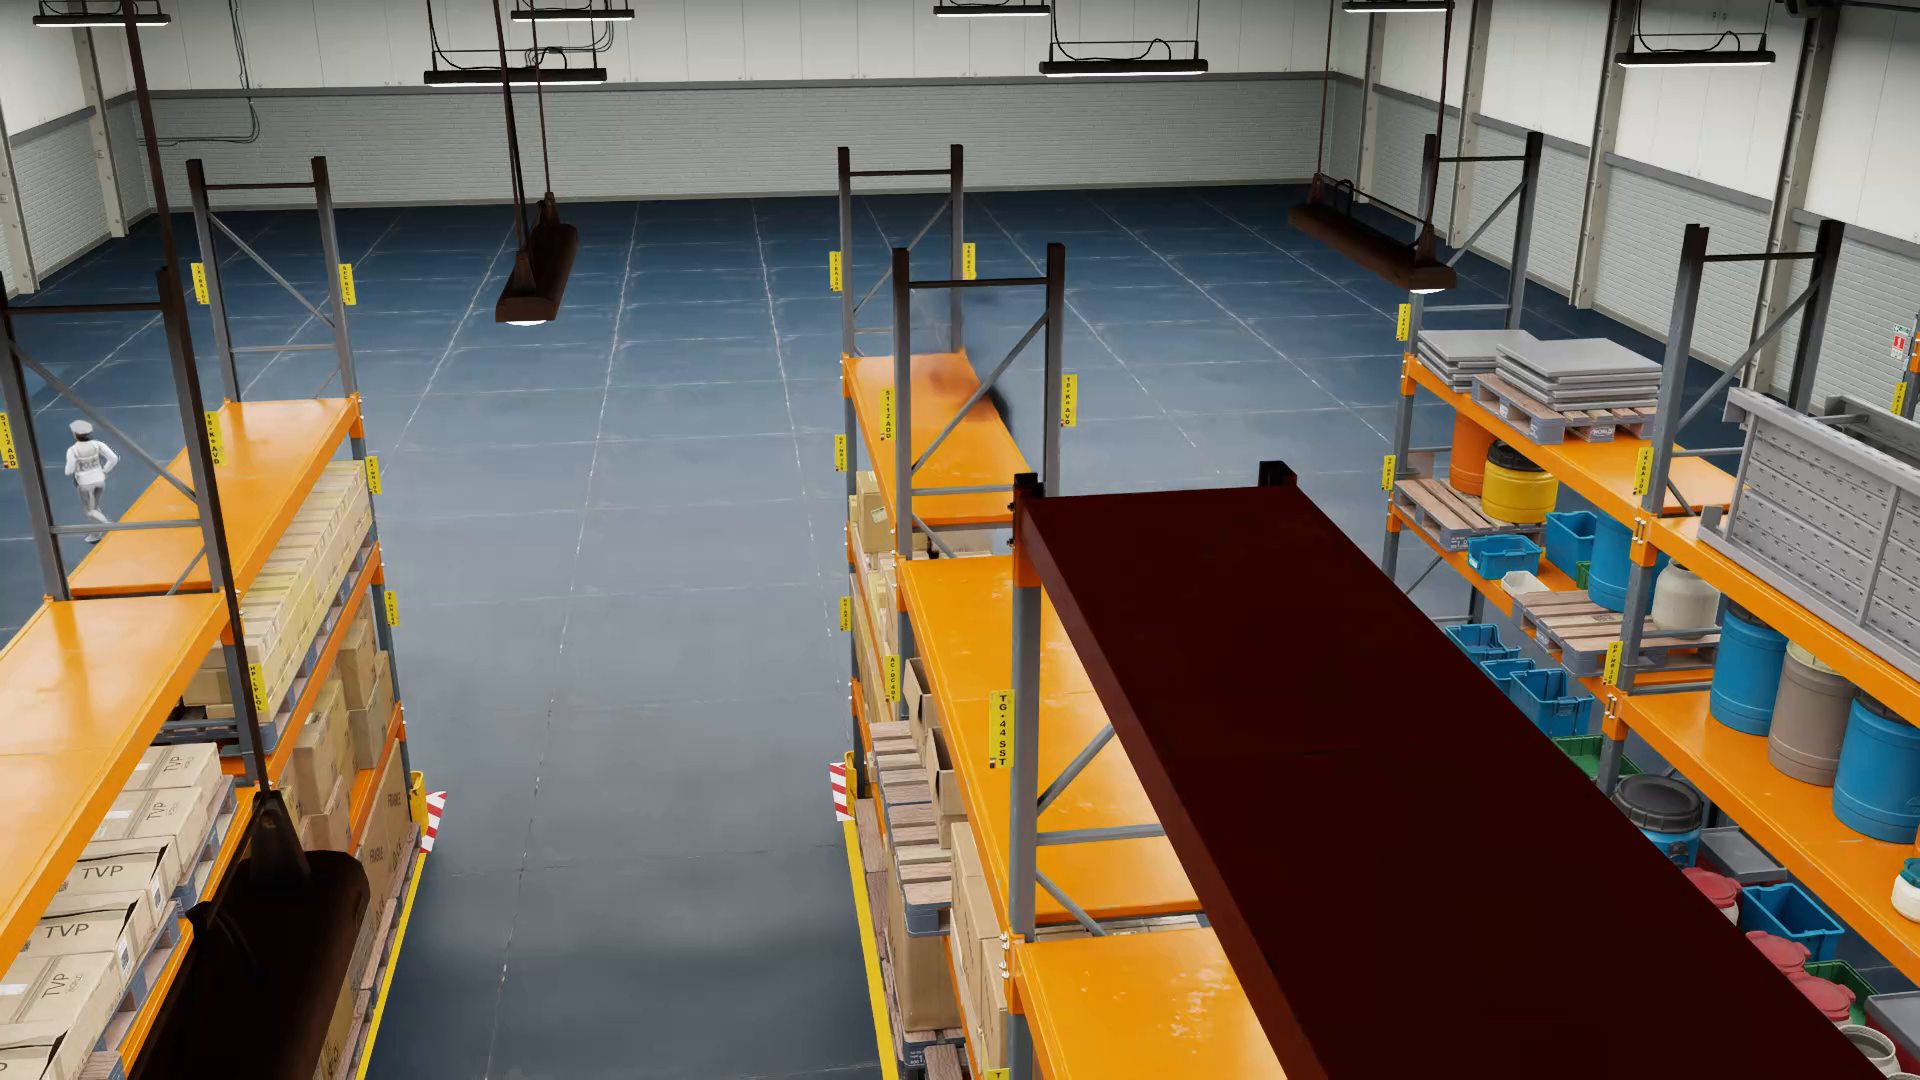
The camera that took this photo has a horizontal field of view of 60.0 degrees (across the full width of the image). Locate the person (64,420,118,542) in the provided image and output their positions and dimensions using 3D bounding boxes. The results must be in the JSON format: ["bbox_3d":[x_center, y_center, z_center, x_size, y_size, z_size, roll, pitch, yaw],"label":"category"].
[{"bbox_3d":[-11.041,-0.699,21.166,0.821,1.696,0.618,14,26,32],"label":"person"}]
